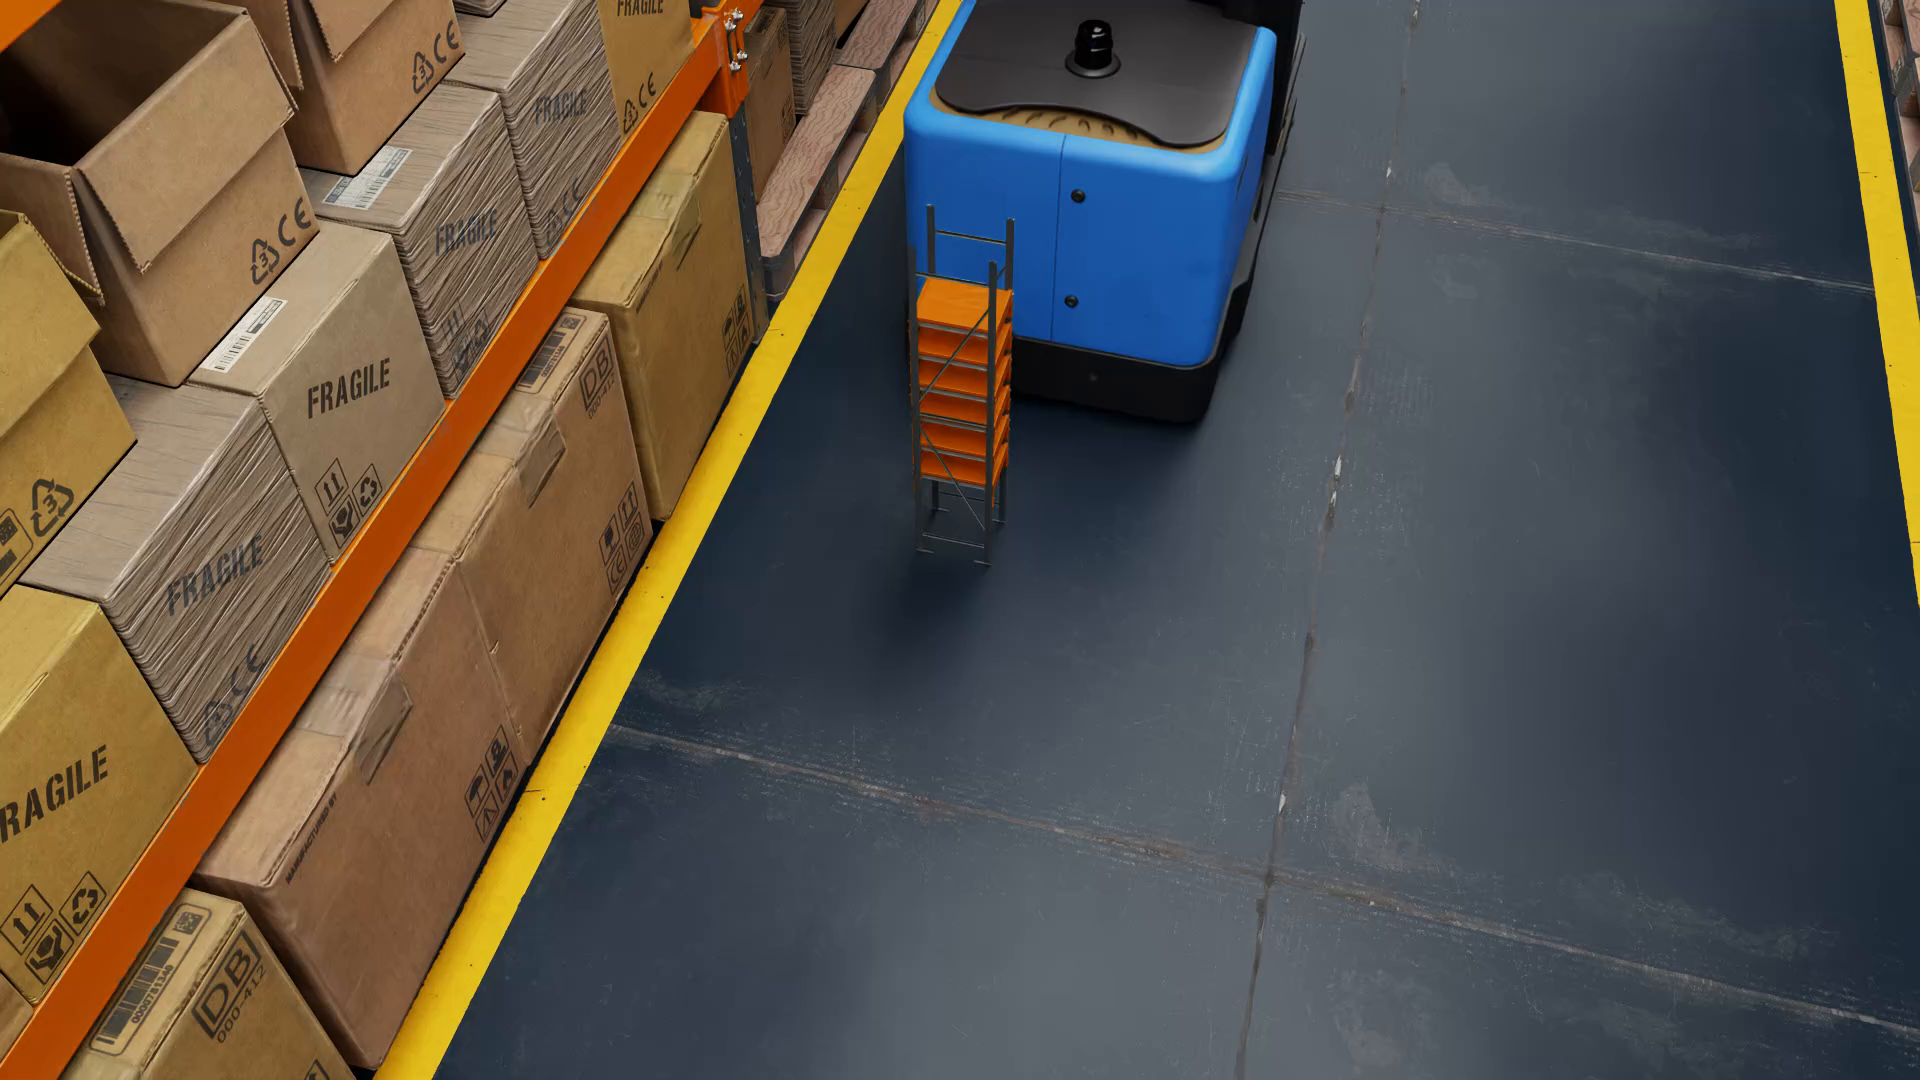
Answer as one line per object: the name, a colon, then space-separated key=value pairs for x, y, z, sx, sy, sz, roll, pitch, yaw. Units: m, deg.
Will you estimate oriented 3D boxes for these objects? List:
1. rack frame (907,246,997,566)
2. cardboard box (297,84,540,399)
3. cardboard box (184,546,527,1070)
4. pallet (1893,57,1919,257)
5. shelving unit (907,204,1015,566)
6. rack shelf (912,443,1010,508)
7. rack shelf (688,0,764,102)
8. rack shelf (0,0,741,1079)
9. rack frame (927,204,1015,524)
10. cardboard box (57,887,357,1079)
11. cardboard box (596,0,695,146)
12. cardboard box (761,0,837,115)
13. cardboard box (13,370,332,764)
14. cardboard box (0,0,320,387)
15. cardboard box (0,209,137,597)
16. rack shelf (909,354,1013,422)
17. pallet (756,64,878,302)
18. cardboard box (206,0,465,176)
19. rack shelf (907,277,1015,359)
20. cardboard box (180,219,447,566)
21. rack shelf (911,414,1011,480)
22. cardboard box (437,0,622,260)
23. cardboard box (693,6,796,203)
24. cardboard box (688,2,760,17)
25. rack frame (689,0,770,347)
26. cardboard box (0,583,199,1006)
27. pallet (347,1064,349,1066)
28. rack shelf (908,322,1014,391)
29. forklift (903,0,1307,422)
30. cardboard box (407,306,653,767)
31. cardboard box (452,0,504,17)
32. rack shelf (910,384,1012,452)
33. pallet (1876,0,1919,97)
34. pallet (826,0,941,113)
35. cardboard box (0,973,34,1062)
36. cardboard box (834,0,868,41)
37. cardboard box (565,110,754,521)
rack frame: x=-0.020 y=-0.341 z=4.751 sx=0.240 sy=1.200 sz=0.006 roll=12 pitch=50 yaw=10
cardboard box: x=-1.337 y=-0.706 z=3.806 sx=0.500 sy=0.500 sz=0.500 roll=10 pitch=49 yaw=9
cardboard box: x=-1.845 y=0.529 z=3.919 sx=1.225 sy=0.875 sz=0.875 roll=10 pitch=49 yaw=9
pallet: x=4.167 y=-1.347 z=6.298 sx=1.003 sy=0.211 sz=1.213 roll=12 pitch=50 yaw=10
shelving unit: x=0.004 y=-0.407 z=4.809 sx=0.258 sy=1.200 sz=0.189 roll=12 pitch=50 yaw=10
rack shelf: x=0.004 y=-0.219 z=5.023 sx=0.258 sy=0.103 sz=0.180 roll=12 pitch=50 yaw=10
rack shelf: x=-0.650 y=-3.023 z=6.398 sx=1.077 sy=0.370 sz=4.000 roll=12 pitch=50 yaw=10
rack shelf: x=-1.702 y=-0.130 z=3.844 sx=1.077 sy=0.370 sz=4.000 roll=12 pitch=50 yaw=10
rack frame: x=0.028 y=-0.474 z=4.868 sx=0.240 sy=1.200 sz=0.006 roll=12 pitch=50 yaw=10
cardboard box: x=-2.080 y=1.176 z=3.349 sx=1.225 sy=0.875 sz=0.875 roll=12 pitch=50 yaw=10
cardboard box: x=-1.067 y=-1.442 z=4.455 sx=0.500 sy=0.500 sz=0.500 roll=13 pitch=50 yaw=11
cardboard box: x=-0.885 y=-2.026 z=6.411 sx=0.700 sy=0.500 sz=0.500 roll=8 pitch=49 yaw=7
cardboard box: x=-1.603 y=0.036 z=3.151 sx=0.500 sy=0.500 sz=0.500 roll=11 pitch=49 yaw=9
cardboard box: x=-1.728 y=-0.697 z=3.129 sx=0.797 sy=0.503 sz=0.637 roll=13 pitch=50 yaw=11
cardboard box: x=-1.877 y=-0.244 z=2.729 sx=0.797 sy=0.503 sz=0.637 roll=12 pitch=50 yaw=10
rack shelf: x=0.004 y=-0.458 z=4.753 sx=0.258 sy=0.103 sz=0.180 roll=12 pitch=50 yaw=10
pallet: x=-0.969 y=-1.457 z=6.395 sx=1.003 sy=0.211 sz=1.213 roll=12 pitch=50 yaw=10
cardboard box: x=-1.558 y=-1.183 z=3.558 sx=0.797 sy=0.503 sz=0.637 roll=13 pitch=50 yaw=11
rack shelf: x=0.004 y=-0.616 z=4.573 sx=0.258 sy=0.103 sz=0.180 roll=12 pitch=50 yaw=10
cardboard box: x=-1.472 y=-0.339 z=3.481 sx=0.500 sy=0.500 sz=0.500 roll=12 pitch=50 yaw=11
rack shelf: x=0.004 y=-0.299 z=4.933 sx=0.258 sy=0.103 sz=0.180 roll=12 pitch=50 yaw=10
cardboard box: x=-1.204 y=-1.083 z=4.138 sx=0.500 sy=0.500 sz=0.500 roll=11 pitch=50 yaw=10
cardboard box: x=-1.019 y=-1.622 z=6.055 sx=0.700 sy=0.500 sz=0.500 roll=9 pitch=49 yaw=8
cardboard box: x=-1.029 y=-1.872 z=5.775 sx=0.500 sy=0.250 sz=0.500 roll=13 pitch=50 yaw=12
rack frame: x=-1.176 y=-1.815 z=4.851 sx=1.000 sy=3.000 sz=0.127 roll=12 pitch=50 yaw=10
cardboard box: x=-1.735 y=0.398 z=2.831 sx=0.500 sy=0.500 sz=0.500 roll=12 pitch=50 yaw=10
pallet: x=-2.098 y=1.428 z=3.849 sx=1.003 sy=0.211 sz=1.213 roll=12 pitch=50 yaw=10
rack shelf: x=0.004 y=-0.537 z=4.663 sx=0.258 sy=0.103 sz=0.180 roll=12 pitch=50 yaw=10
forklift: x=0.710 y=-2.491 z=5.494 sx=1.130 sy=2.935 sz=3.031 roll=12 pitch=50 yaw=10
cardboard box: x=-1.620 y=-0.112 z=4.486 sx=1.225 sy=0.875 sz=0.875 roll=12 pitch=50 yaw=10
cardboard box: x=-1.384 y=-1.654 z=3.974 sx=0.797 sy=0.503 sz=0.637 roll=13 pitch=50 yaw=11
rack shelf: x=0.004 y=-0.378 z=4.843 sx=0.258 sy=0.103 sz=0.180 roll=12 pitch=50 yaw=10
pallet: x=4.486 y=-2.232 z=7.079 sx=1.003 sy=0.211 sz=1.213 roll=12 pitch=50 yaw=10
pallet: x=-0.646 y=-2.337 z=7.172 sx=1.003 sy=0.211 sz=1.213 roll=12 pitch=50 yaw=10
cardboard box: x=-1.867 y=0.762 z=2.510 sx=0.500 sy=0.500 sz=0.500 roll=12 pitch=50 yaw=10
cardboard box: x=-0.743 y=-2.437 z=6.774 sx=0.700 sy=0.500 sz=0.500 roll=15 pitch=50 yaw=13
cardboard box: x=-1.378 y=-0.756 z=5.053 sx=1.225 sy=0.875 sz=0.875 roll=9 pitch=49 yaw=8
